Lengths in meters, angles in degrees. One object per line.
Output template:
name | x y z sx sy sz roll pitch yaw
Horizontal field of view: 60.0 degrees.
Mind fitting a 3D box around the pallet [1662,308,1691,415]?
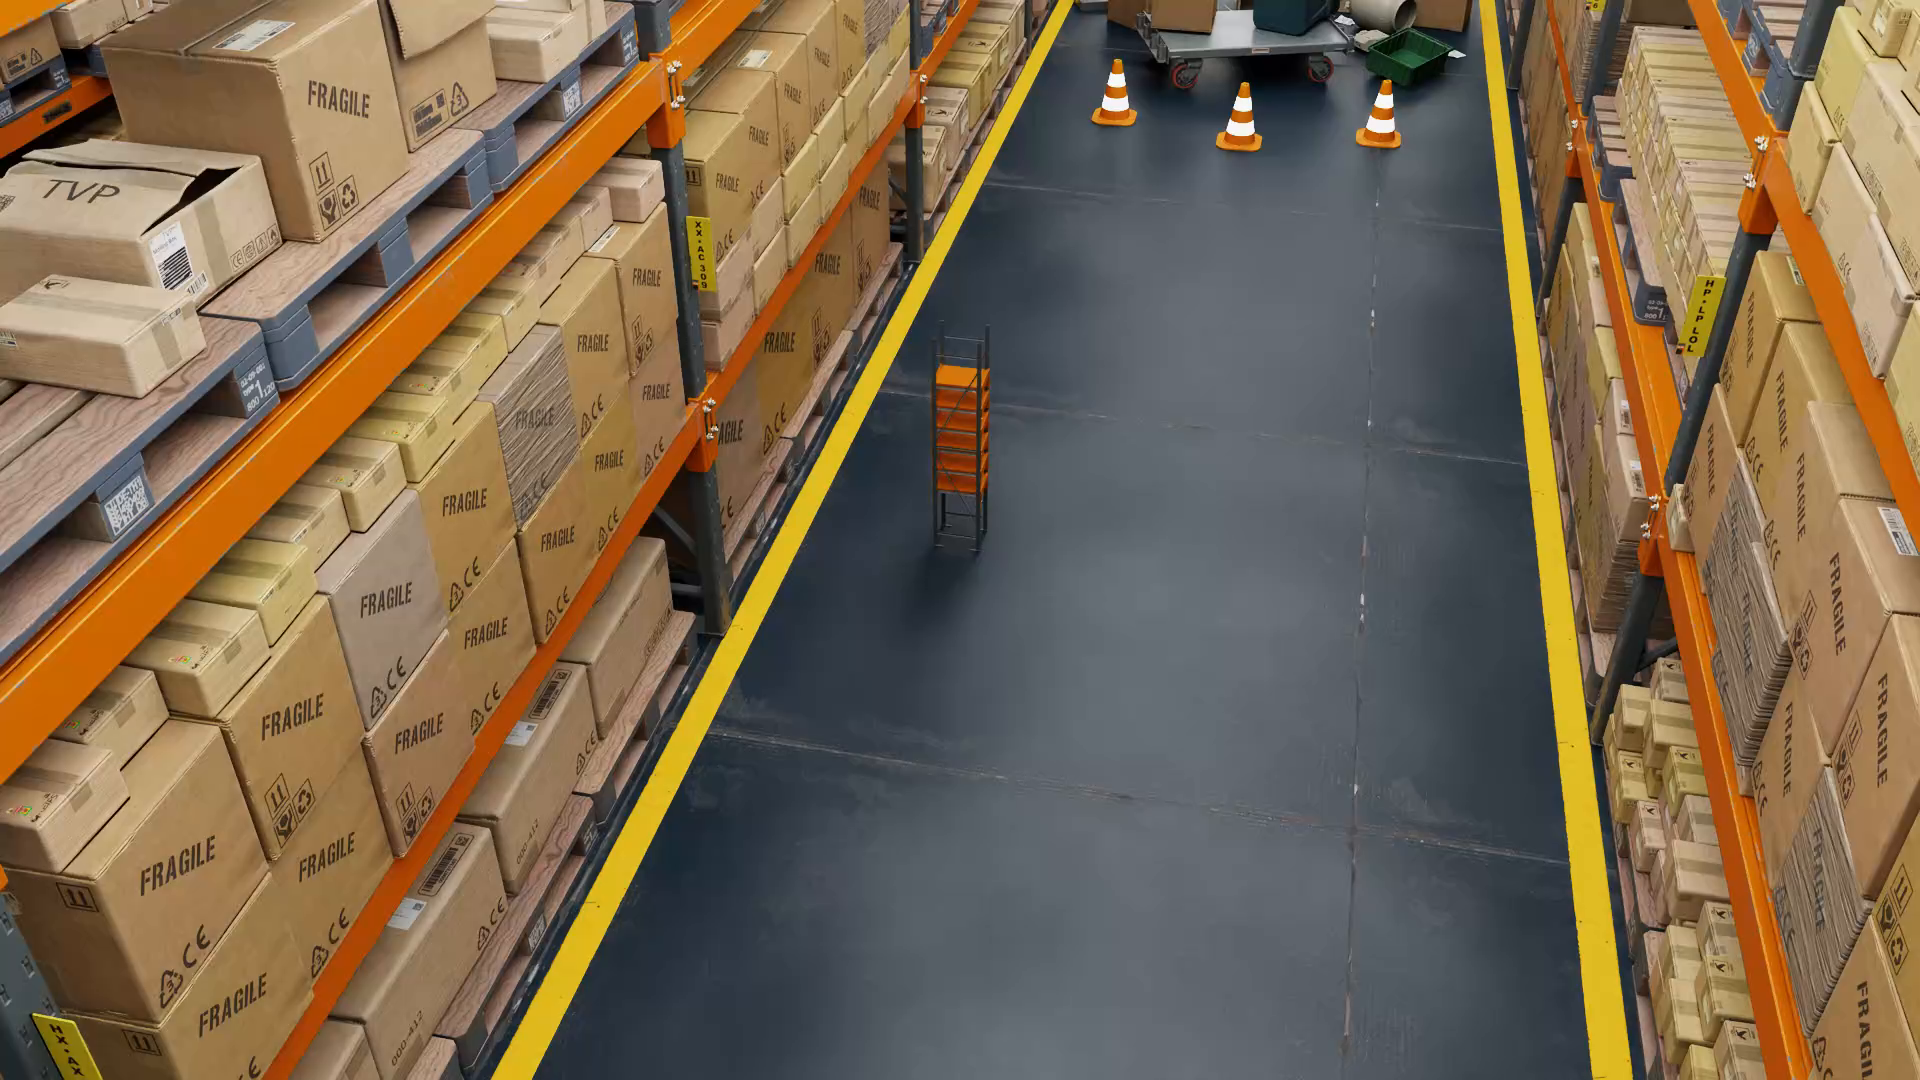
pallet | 3.569 -0.627 6.992 1.003 0.211 1.213 7 37 10

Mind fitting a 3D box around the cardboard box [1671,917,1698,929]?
cardboard box | 2.748 1.357 5.910 0.380 0.149 0.250 9 37 12

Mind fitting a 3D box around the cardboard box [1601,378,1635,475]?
cardboard box | 3.299 -0.498 7.784 0.500 0.250 0.500 9 37 12

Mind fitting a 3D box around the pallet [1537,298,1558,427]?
pallet | 3.950 -1.001 9.721 1.003 0.211 1.213 7 37 10

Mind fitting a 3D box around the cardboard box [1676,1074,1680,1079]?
cardboard box | 2.526 1.913 5.396 0.380 0.149 0.250 8 37 11

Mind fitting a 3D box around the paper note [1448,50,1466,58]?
paper note | 4.231 -4.168 14.244 0.147 0.020 0.142 -17 39 -22

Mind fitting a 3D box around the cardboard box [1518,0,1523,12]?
cardboard box | 5.364 -5.050 14.384 0.875 0.875 0.875 8 37 10

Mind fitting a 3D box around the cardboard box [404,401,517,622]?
cardboard box | -1.756 -0.118 5.189 0.500 0.500 0.500 7 37 10

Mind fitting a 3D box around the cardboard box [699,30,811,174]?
cardboard box | -1.028 -2.091 7.912 0.500 0.500 0.500 6 36 9

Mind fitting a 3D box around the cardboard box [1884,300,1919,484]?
cardboard box | 2.563 -0.322 3.981 0.500 0.250 0.500 9 37 12

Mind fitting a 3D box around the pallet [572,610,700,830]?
pallet | -1.833 0.708 7.363 1.003 0.211 1.213 7 37 10

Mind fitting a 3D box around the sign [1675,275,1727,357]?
sign | 2.721 -0.821 6.110 0.100 0.325 0.005 7 37 10

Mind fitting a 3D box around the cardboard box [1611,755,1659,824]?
cardboard box | 2.815 1.021 6.627 0.380 0.149 0.250 8 37 11

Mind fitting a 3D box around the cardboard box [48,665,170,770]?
cardboard box | -2.115 0.410 3.908 0.380 0.149 0.250 8 37 11

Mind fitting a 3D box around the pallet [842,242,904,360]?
pallet | -0.981 -1.569 10.504 1.003 0.211 1.213 7 37 10

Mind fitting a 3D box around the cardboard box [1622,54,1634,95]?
cardboard box | 3.819 -2.515 9.036 0.380 0.149 0.250 9 37 12

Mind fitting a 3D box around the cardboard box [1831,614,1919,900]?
cardboard box | 2.474 0.560 4.001 0.500 0.500 0.500 9 37 12

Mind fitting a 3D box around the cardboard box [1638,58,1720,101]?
cardboard box | 3.719 -2.352 8.558 0.380 0.149 0.250 7 37 10

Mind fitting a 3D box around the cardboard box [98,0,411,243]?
cardboard box | -1.871 -1.156 4.475 0.500 0.500 0.500 8 37 11

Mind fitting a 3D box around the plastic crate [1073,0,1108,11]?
plastic crate | 1.251 -5.049 15.418 0.402 0.080 0.583 -5 36 -6

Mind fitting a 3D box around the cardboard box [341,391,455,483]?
cardboard box | -1.729 -0.314 4.908 0.380 0.149 0.250 6 36 9

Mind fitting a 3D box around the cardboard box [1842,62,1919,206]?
cardboard box | 2.815 -1.110 4.641 0.500 0.250 0.500 7 37 10

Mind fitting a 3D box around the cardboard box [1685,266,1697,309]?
cardboard box | 3.267 -1.019 6.973 0.380 0.149 0.250 9 37 12

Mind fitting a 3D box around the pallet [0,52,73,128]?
pallet | -6.000 -2.567 9.669 1.003 0.211 1.213 7 37 10

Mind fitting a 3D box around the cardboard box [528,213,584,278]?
cardboard box | -1.574 -1.059 5.936 0.380 0.149 0.250 7 37 10

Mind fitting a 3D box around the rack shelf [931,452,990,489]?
rack shelf | 0.003 -0.361 8.276 0.258 0.103 0.180 7 37 10

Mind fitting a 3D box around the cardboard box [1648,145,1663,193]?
cardboard box | 3.545 -1.776 8.017 0.380 0.149 0.250 7 37 10

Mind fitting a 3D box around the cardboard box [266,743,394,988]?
cardboard box | -1.984 0.873 4.674 0.500 0.500 0.500 7 36 9

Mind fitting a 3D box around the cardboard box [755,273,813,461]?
cardboard box | -1.354 -1.041 8.853 0.875 0.875 0.875 8 37 11

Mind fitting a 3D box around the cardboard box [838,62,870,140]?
cardboard box | -0.790 -2.382 8.952 0.500 0.250 0.500 6 36 9

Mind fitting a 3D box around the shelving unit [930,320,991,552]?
shelving unit | 0.003 -0.494 8.179 0.258 1.200 0.189 7 37 10

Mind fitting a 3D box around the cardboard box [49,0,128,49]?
cardboard box | -5.498 -3.224 10.183 0.500 0.250 0.500 6 36 8

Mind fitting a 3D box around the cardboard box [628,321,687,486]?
cardboard box | -1.443 -0.590 6.692 0.500 0.500 0.500 8 37 10

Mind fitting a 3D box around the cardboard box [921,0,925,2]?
cardboard box | -0.417 -3.700 10.373 0.500 0.500 0.500 6 36 9

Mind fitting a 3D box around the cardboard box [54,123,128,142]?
cardboard box | -5.575 -2.560 10.716 0.380 0.149 0.250 6 36 8

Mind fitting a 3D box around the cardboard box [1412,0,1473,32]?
cardboard box | 4.301 -4.878 14.823 0.500 0.500 0.500 14 38 18

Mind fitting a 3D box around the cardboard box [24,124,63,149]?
cardboard box | -6.063 -2.619 10.798 0.380 0.149 0.250 8 37 11

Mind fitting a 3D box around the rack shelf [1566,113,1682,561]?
rack shelf | 3.691 -1.140 8.150 1.077 0.370 4.000 7 37 10

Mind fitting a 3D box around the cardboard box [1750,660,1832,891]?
cardboard box | 2.584 0.687 4.678 0.500 0.500 0.500 9 37 12

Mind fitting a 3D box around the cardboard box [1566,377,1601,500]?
cardboard box | 3.399 -0.486 8.407 0.500 0.500 0.500 7 36 9

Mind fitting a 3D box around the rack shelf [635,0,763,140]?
rack shelf | -1.167 -2.917 8.046 1.077 0.370 4.000 7 37 10

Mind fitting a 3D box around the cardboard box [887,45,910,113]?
cardboard box | -0.594 -2.757 9.896 0.500 0.250 0.500 6 36 8

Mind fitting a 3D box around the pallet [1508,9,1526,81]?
pallet | 5.211 -4.168 14.091 1.003 0.211 1.213 7 37 10

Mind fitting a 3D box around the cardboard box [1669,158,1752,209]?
cardboard box | 3.438 -1.595 7.515 0.380 0.149 0.250 6 36 8

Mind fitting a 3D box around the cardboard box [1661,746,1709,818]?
cardboard box | 2.865 0.932 6.242 0.380 0.149 0.250 7 36 9

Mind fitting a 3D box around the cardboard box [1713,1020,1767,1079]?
cardboard box | 2.601 1.677 5.215 0.380 0.149 0.250 6 36 8

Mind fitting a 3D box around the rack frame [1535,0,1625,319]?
rack frame | 4.118 -2.578 9.521 1.000 3.000 0.127 7 37 10

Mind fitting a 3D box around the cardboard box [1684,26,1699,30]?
cardboard box | 4.478 -2.842 9.800 0.500 0.500 0.500 8 37 10

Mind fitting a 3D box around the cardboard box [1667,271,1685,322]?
cardboard box | 3.319 -1.041 7.256 0.380 0.149 0.250 6 36 8

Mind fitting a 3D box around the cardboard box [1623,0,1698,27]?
cardboard box | 4.224 -3.279 9.551 0.700 0.500 0.500 7 37 10

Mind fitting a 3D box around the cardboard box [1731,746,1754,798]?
cardboard box | 2.650 0.700 5.213 0.380 0.149 0.250 9 37 12

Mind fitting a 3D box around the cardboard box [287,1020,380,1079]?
cardboard box | -2.405 1.923 5.137 0.875 0.438 0.875 6 36 8

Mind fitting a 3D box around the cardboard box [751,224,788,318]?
cardboard box | -1.133 -1.302 7.889 0.500 0.250 0.500 6 36 9

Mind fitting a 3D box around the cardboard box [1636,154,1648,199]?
cardboard box | 3.600 -1.798 8.302 0.380 0.149 0.250 8 37 11

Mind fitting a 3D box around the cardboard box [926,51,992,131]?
cardboard box | -0.292 -3.427 12.574 0.950 0.372 0.625 8 37 12

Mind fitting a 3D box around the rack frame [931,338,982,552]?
rack frame | -0.016 -0.442 8.107 0.240 1.200 0.006 7 37 10

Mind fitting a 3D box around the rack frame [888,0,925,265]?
rack frame | -0.739 -3.140 10.297 1.000 3.000 0.127 7 37 10
